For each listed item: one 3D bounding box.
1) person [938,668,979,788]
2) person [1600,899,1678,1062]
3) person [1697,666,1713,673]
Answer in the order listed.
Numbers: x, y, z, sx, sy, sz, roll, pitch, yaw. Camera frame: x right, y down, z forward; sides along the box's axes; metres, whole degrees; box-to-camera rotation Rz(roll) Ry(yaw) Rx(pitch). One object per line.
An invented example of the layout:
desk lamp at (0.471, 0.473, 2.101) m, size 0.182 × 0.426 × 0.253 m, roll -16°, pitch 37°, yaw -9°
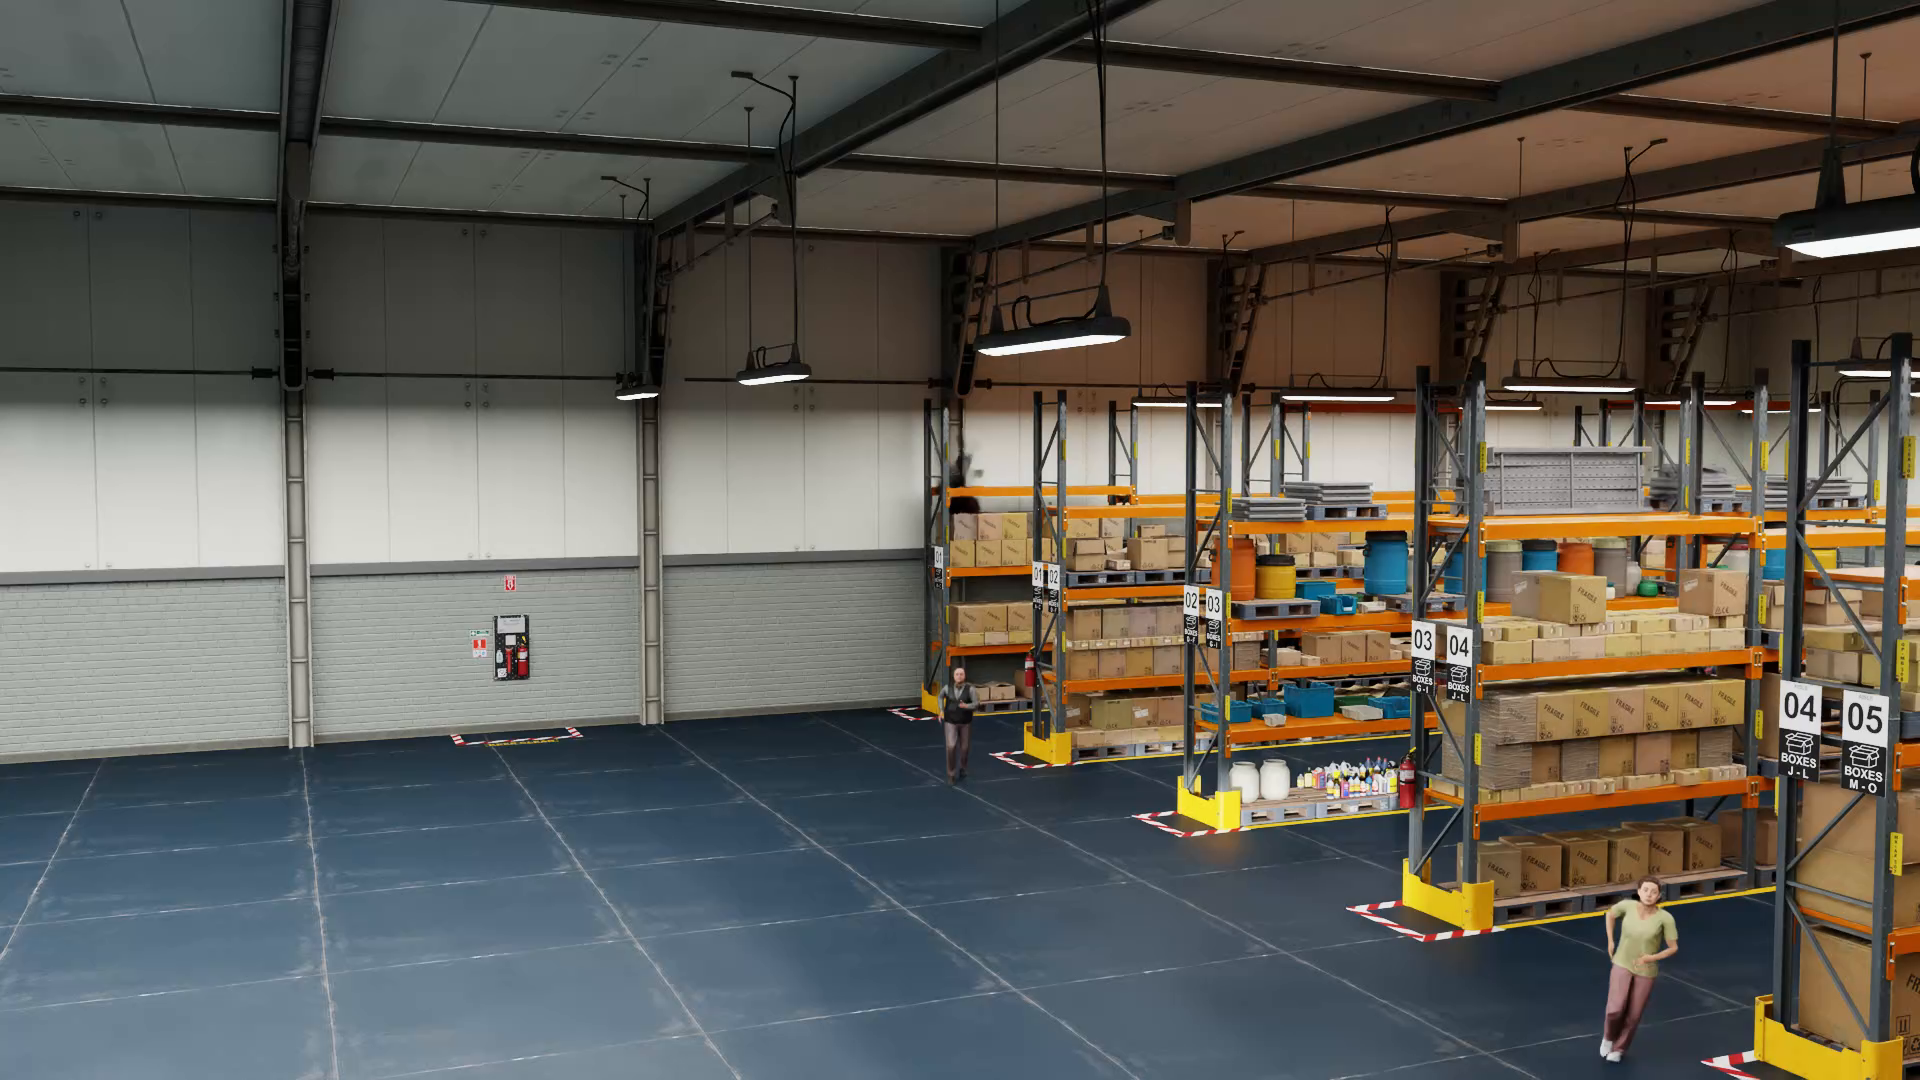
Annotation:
person at (-0.024, 2.823, 25.176) m, size 0.627 × 1.783 × 0.772 m, roll 0°, pitch 3°, yaw -1°
person at (5.584, 3.660, 13.682) m, size 0.585 × 1.389 × 0.563 m, roll 2°, pitch 4°, yaw 26°
person at (13.144, 2.617, 29.702) m, size 0.619 × 1.597 × 0.611 m, roll -2°, pitch 4°, yaw -29°
